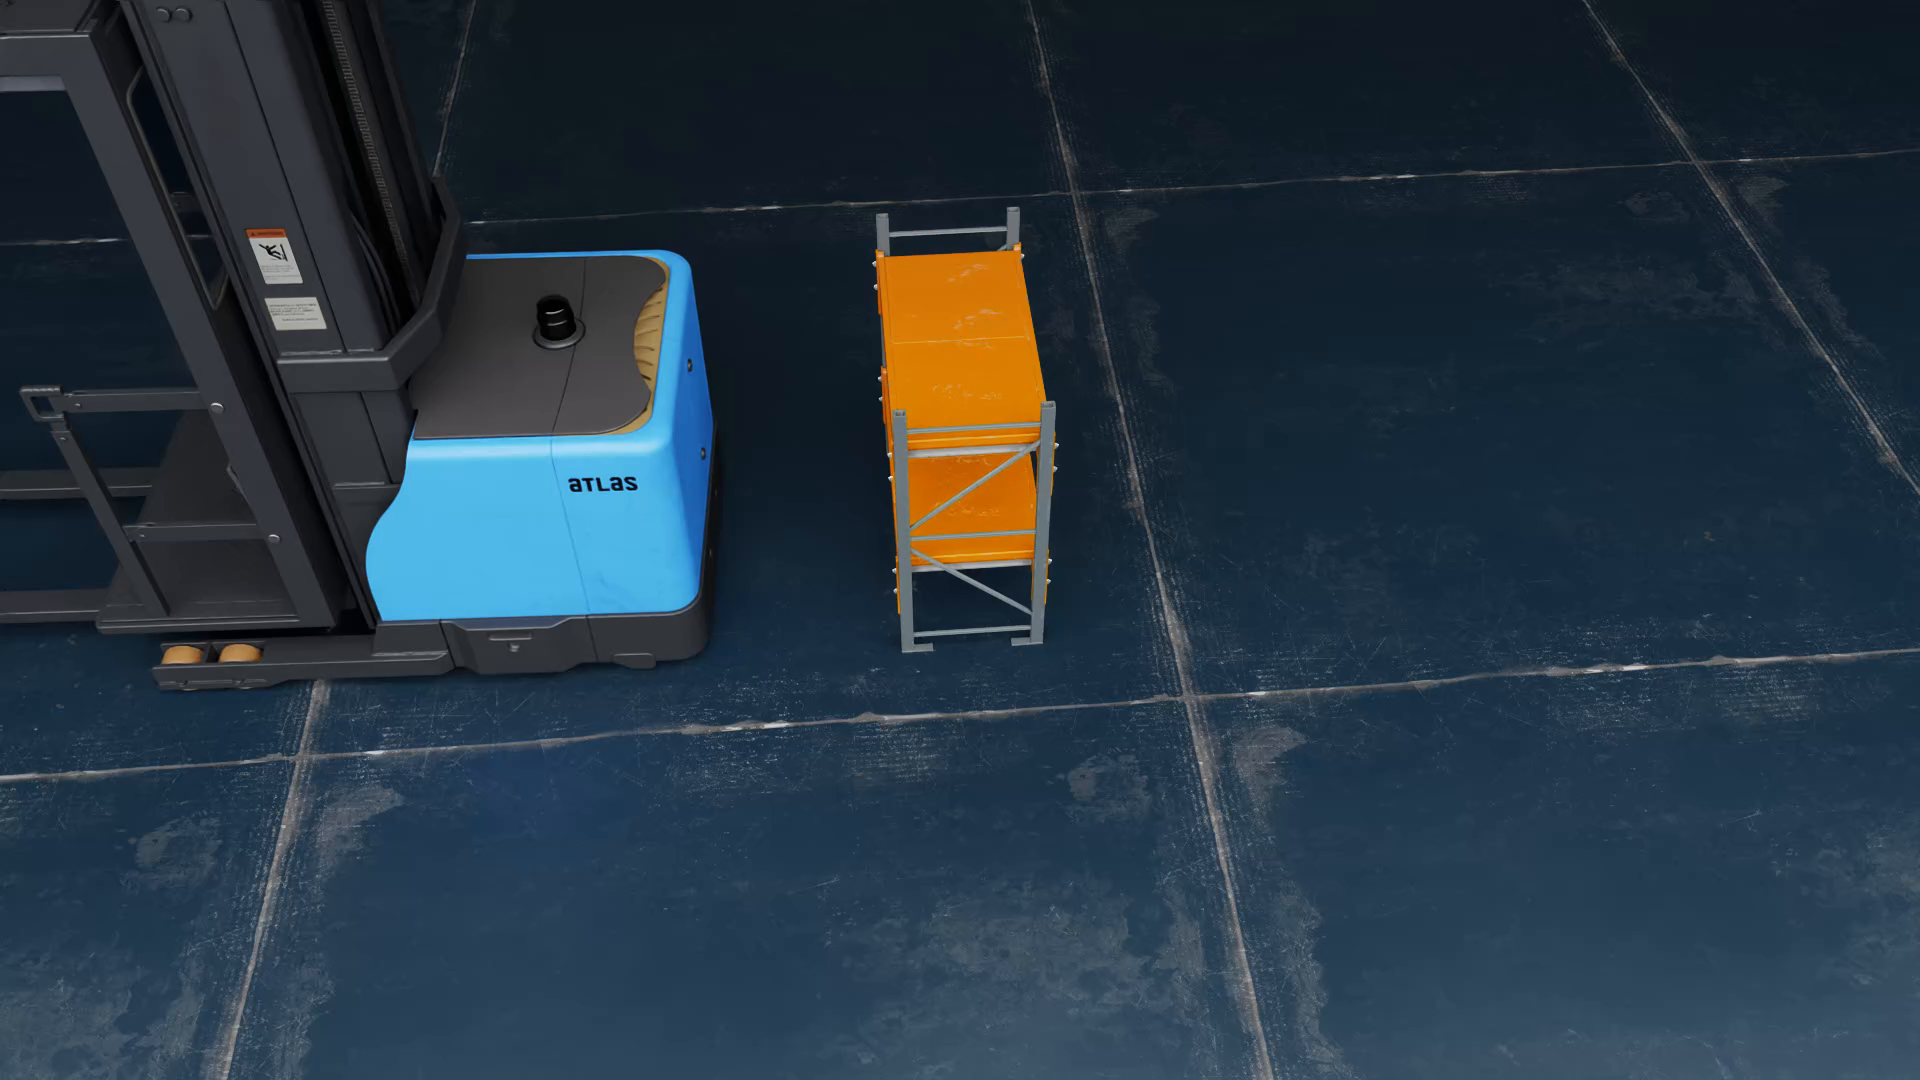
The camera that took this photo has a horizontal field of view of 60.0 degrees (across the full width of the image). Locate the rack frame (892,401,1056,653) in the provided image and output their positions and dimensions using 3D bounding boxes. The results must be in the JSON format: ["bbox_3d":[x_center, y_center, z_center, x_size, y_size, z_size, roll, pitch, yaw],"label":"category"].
[{"bbox_3d":[0.043,-0.014,5.489,0.500,1.125,0.032,-3,47,-3],"label":"rack frame"}]

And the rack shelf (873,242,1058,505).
[{"bbox_3d":[0.001,-0.583,5.624,0.538,0.278,1.000,-3,47,-3],"label":"rack shelf"}]

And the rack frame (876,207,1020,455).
[{"bbox_3d":[-0.042,-0.750,6.185,0.500,1.125,0.032,-3,47,-3],"label":"rack frame"}]

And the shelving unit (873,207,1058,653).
[{"bbox_3d":[0.001,-0.382,5.837,0.538,1.125,1.048,-3,47,-3],"label":"shelving unit"}]

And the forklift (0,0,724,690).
[{"bbox_3d":[-2.408,-0.881,5.066,3.031,2.935,1.130,-2,47,-2],"label":"forklift"}]

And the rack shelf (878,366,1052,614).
[{"bbox_3d":[0.001,-0.214,6.014,0.538,0.278,1.000,-3,47,-3],"label":"rack shelf"}]
